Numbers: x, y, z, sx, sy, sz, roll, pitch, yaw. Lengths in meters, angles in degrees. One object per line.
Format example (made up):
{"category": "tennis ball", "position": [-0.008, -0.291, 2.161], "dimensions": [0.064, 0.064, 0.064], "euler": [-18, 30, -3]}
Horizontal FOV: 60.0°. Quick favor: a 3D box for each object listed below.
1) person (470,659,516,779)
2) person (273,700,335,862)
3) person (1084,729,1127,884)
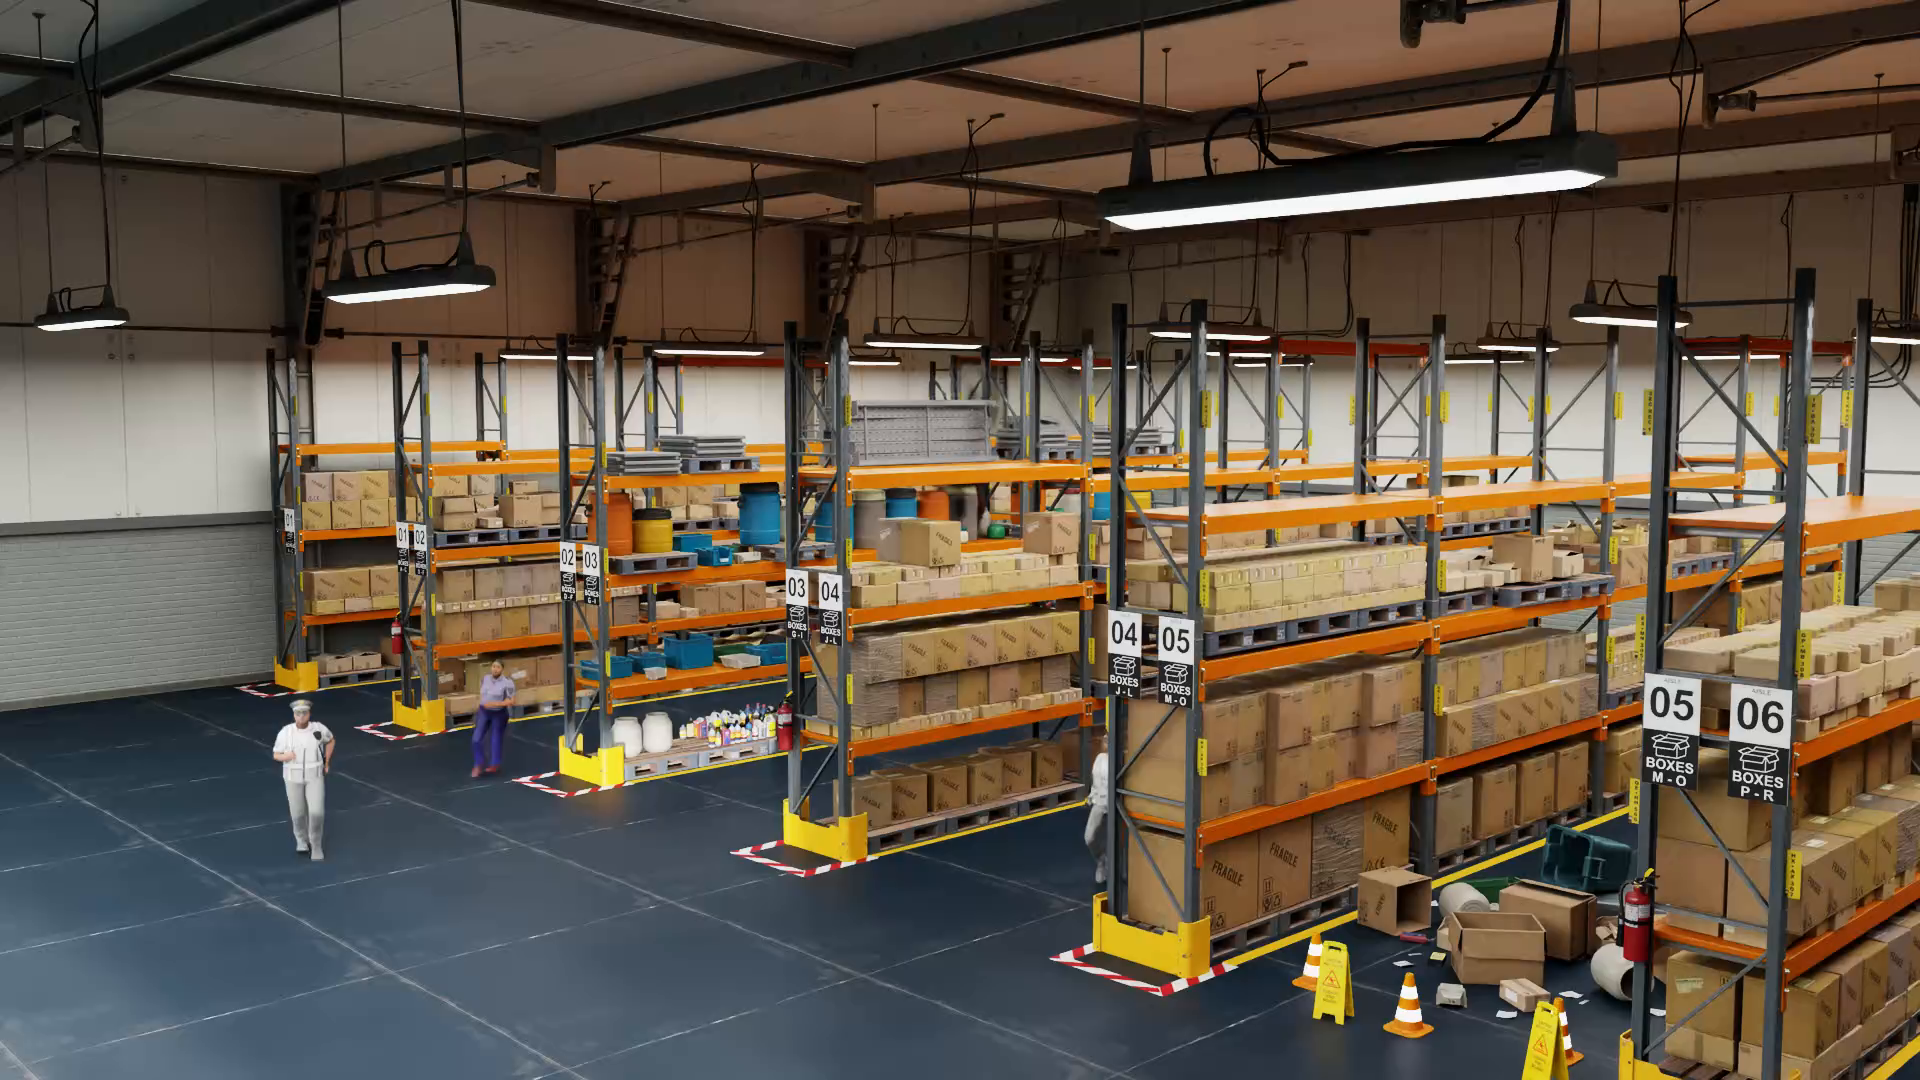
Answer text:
{"category": "person", "position": [-6.315, 2.419, 22.587], "dimensions": [0.651, 1.655, 0.649], "euler": [0, 5, 5]}
{"category": "person", "position": [-7.309, 2.686, 18.557], "dimensions": [0.640, 1.836, 0.727], "euler": [-2, 5, -20]}
{"category": "person", "position": [1.546, 2.807, 17.487], "dimensions": [0.592, 1.671, 0.641], "euler": [3, 6, 34]}
